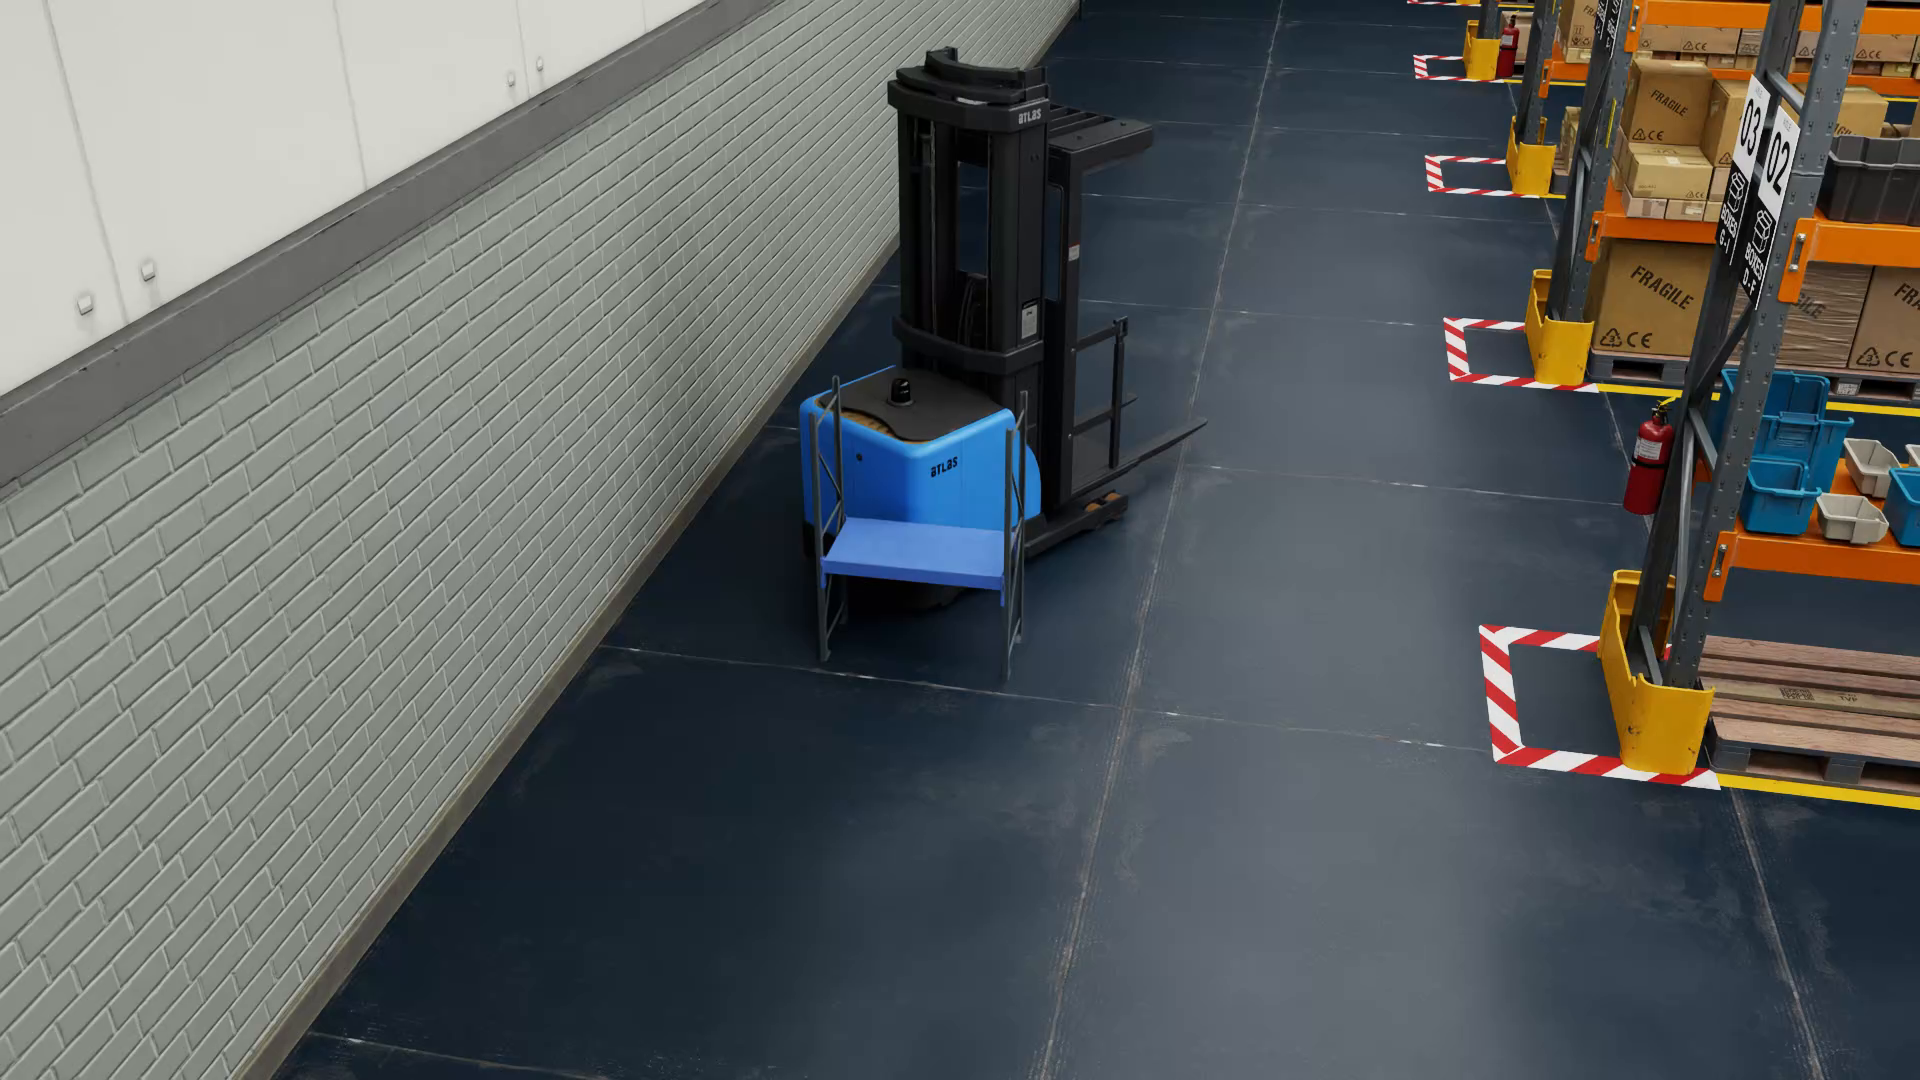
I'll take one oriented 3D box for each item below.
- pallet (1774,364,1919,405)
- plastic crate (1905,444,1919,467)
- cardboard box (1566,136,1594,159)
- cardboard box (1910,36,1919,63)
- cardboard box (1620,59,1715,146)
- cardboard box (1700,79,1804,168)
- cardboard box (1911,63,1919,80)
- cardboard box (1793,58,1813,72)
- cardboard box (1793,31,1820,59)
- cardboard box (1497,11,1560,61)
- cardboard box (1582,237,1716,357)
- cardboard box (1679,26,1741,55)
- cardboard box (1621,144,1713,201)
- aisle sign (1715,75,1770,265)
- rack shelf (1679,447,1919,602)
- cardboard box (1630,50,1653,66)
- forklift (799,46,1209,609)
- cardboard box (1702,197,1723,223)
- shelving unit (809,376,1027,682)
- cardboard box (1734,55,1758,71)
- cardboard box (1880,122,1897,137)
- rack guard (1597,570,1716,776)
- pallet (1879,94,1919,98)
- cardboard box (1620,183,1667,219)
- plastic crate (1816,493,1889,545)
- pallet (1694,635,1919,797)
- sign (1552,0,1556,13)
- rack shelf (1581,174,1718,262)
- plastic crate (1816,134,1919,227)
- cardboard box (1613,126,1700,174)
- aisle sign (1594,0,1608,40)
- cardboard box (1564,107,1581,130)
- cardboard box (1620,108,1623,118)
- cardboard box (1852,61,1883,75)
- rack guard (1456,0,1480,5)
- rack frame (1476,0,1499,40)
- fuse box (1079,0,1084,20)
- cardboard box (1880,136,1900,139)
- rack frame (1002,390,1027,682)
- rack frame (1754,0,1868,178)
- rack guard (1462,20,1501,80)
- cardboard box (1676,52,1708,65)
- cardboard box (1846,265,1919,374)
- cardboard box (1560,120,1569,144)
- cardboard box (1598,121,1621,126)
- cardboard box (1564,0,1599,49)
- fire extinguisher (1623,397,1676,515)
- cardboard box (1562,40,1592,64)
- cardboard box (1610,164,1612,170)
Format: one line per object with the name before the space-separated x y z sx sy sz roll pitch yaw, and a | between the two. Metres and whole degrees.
pallet | 6.657 -1.368 12.690 1.213 0.211 1.003 6 29 11
plastic crate | 4.750 -0.310 8.066 0.243 0.136 0.396 6 29 11
cardboard box | 6.262 -3.968 16.758 0.250 0.149 0.380 7 29 13
cardboard box | 9.183 -4.766 15.580 0.500 0.500 0.500 6 29 11
cardboard box | 5.200 -3.226 12.246 0.500 0.500 0.500 6 29 11
cardboard box | 5.571 -2.926 11.699 0.500 0.500 0.500 5 29 9
cardboard box | 9.112 -4.459 15.695 0.250 0.149 0.380 5 29 9
cardboard box | 8.107 -4.615 15.980 0.250 0.149 0.380 5 29 10
cardboard box | 8.189 -4.869 15.768 0.500 0.500 0.500 6 29 10
cardboard box | 7.405 -6.453 21.306 0.875 0.438 0.875 5 29 9
cardboard box | 5.311 -1.983 12.686 0.875 0.875 0.875 6 29 11
cardboard box | 7.190 -4.980 15.970 0.500 0.500 0.500 6 29 11
cardboard box | 5.082 -2.647 11.971 0.500 0.250 0.500 5 29 9
aisle sign | 3.625 -1.717 7.717 0.004 0.787 0.394 6 29 11
rack shelf | 5.590 0.084 7.883 4.000 0.370 1.077 6 29 11
cardboard box | 6.561 -4.722 16.175 0.250 0.149 0.380 5 29 9
forklift | 0.430 -1.502 10.103 1.130 2.935 3.031 25 37 37
cardboard box | 5.449 -2.406 11.945 0.250 0.149 0.380 5 29 9
shelving unit | -0.208 -0.055 8.950 1.048 1.500 0.538 5 29 10
cardboard box | 7.588 -4.648 16.040 0.250 0.149 0.380 7 29 12
cardboard box | 9.165 -4.058 16.612 0.250 0.149 0.380 7 30 13
rack guard | 3.608 0.669 8.670 0.348 0.500 1.175 6 29 11
pallet | 11.420 -5.745 20.687 1.213 0.211 1.003 6 29 11
cardboard box | 4.947 -2.457 12.038 0.250 0.149 0.380 6 29 11
plastic crate | 4.104 -0.092 7.668 0.298 0.136 0.250 6 29 11
pallet | 4.433 0.892 8.562 1.213 0.211 1.003 6 29 11
sign | 5.690 -5.202 15.888 0.005 0.325 0.100 6 29 11
rack shelf | 6.625 -2.242 12.132 4.000 0.370 1.077 6 29 11
plastic crate | 3.953 -1.521 7.078 0.590 0.269 0.497 6 29 11
cardboard box | 5.198 -2.898 12.429 0.500 0.250 0.500 5 29 10
aisle sign | 4.661 -4.046 11.972 0.004 0.787 0.394 6 29 11
cardboard box | 6.374 -4.337 17.123 0.250 0.149 0.380 6 29 11
cardboard box | 6.888 -4.319 17.089 0.250 0.149 0.380 5 29 9
cardboard box | 8.626 -4.572 15.901 0.250 0.149 0.380 5 29 9
rack guard | 7.845 -8.639 25.671 0.348 0.500 1.175 6 29 11
rack frame | 6.738 -7.412 20.826 0.127 3.000 1.000 6 29 11
fuse box | 1.800 -8.373 23.924 0.414 1.711 0.539 6 29 11
cardboard box | 9.055 -3.791 16.125 0.250 0.149 0.380 6 29 11
rack frame | 0.291 -0.008 8.864 0.032 1.500 0.500 5 29 10
rack frame | 3.634 -3.063 6.636 0.127 3.000 1.000 6 29 11
rack guard | 6.715 -6.318 21.431 0.348 0.500 1.175 6 29 11
cardboard box | 7.103 -4.722 16.175 0.250 0.149 0.380 6 29 10
cardboard box | 7.072 -1.803 12.357 0.875 0.875 0.875 6 29 11
cardboard box | 6.379 -4.222 17.222 0.250 0.149 0.380 5 29 9
cardboard box | 6.540 -4.088 16.668 0.250 0.149 0.380 6 29 11
cardboard box | 6.185 -5.076 16.147 0.500 0.500 0.500 7 30 13
fire extinguisher | 3.582 -0.463 8.602 0.183 0.674 0.296 6 29 11
cardboard box | 6.052 -4.780 16.282 0.250 0.149 0.380 6 29 10
cardboard box | 6.522 -3.820 16.797 0.250 0.149 0.380 6 29 10
